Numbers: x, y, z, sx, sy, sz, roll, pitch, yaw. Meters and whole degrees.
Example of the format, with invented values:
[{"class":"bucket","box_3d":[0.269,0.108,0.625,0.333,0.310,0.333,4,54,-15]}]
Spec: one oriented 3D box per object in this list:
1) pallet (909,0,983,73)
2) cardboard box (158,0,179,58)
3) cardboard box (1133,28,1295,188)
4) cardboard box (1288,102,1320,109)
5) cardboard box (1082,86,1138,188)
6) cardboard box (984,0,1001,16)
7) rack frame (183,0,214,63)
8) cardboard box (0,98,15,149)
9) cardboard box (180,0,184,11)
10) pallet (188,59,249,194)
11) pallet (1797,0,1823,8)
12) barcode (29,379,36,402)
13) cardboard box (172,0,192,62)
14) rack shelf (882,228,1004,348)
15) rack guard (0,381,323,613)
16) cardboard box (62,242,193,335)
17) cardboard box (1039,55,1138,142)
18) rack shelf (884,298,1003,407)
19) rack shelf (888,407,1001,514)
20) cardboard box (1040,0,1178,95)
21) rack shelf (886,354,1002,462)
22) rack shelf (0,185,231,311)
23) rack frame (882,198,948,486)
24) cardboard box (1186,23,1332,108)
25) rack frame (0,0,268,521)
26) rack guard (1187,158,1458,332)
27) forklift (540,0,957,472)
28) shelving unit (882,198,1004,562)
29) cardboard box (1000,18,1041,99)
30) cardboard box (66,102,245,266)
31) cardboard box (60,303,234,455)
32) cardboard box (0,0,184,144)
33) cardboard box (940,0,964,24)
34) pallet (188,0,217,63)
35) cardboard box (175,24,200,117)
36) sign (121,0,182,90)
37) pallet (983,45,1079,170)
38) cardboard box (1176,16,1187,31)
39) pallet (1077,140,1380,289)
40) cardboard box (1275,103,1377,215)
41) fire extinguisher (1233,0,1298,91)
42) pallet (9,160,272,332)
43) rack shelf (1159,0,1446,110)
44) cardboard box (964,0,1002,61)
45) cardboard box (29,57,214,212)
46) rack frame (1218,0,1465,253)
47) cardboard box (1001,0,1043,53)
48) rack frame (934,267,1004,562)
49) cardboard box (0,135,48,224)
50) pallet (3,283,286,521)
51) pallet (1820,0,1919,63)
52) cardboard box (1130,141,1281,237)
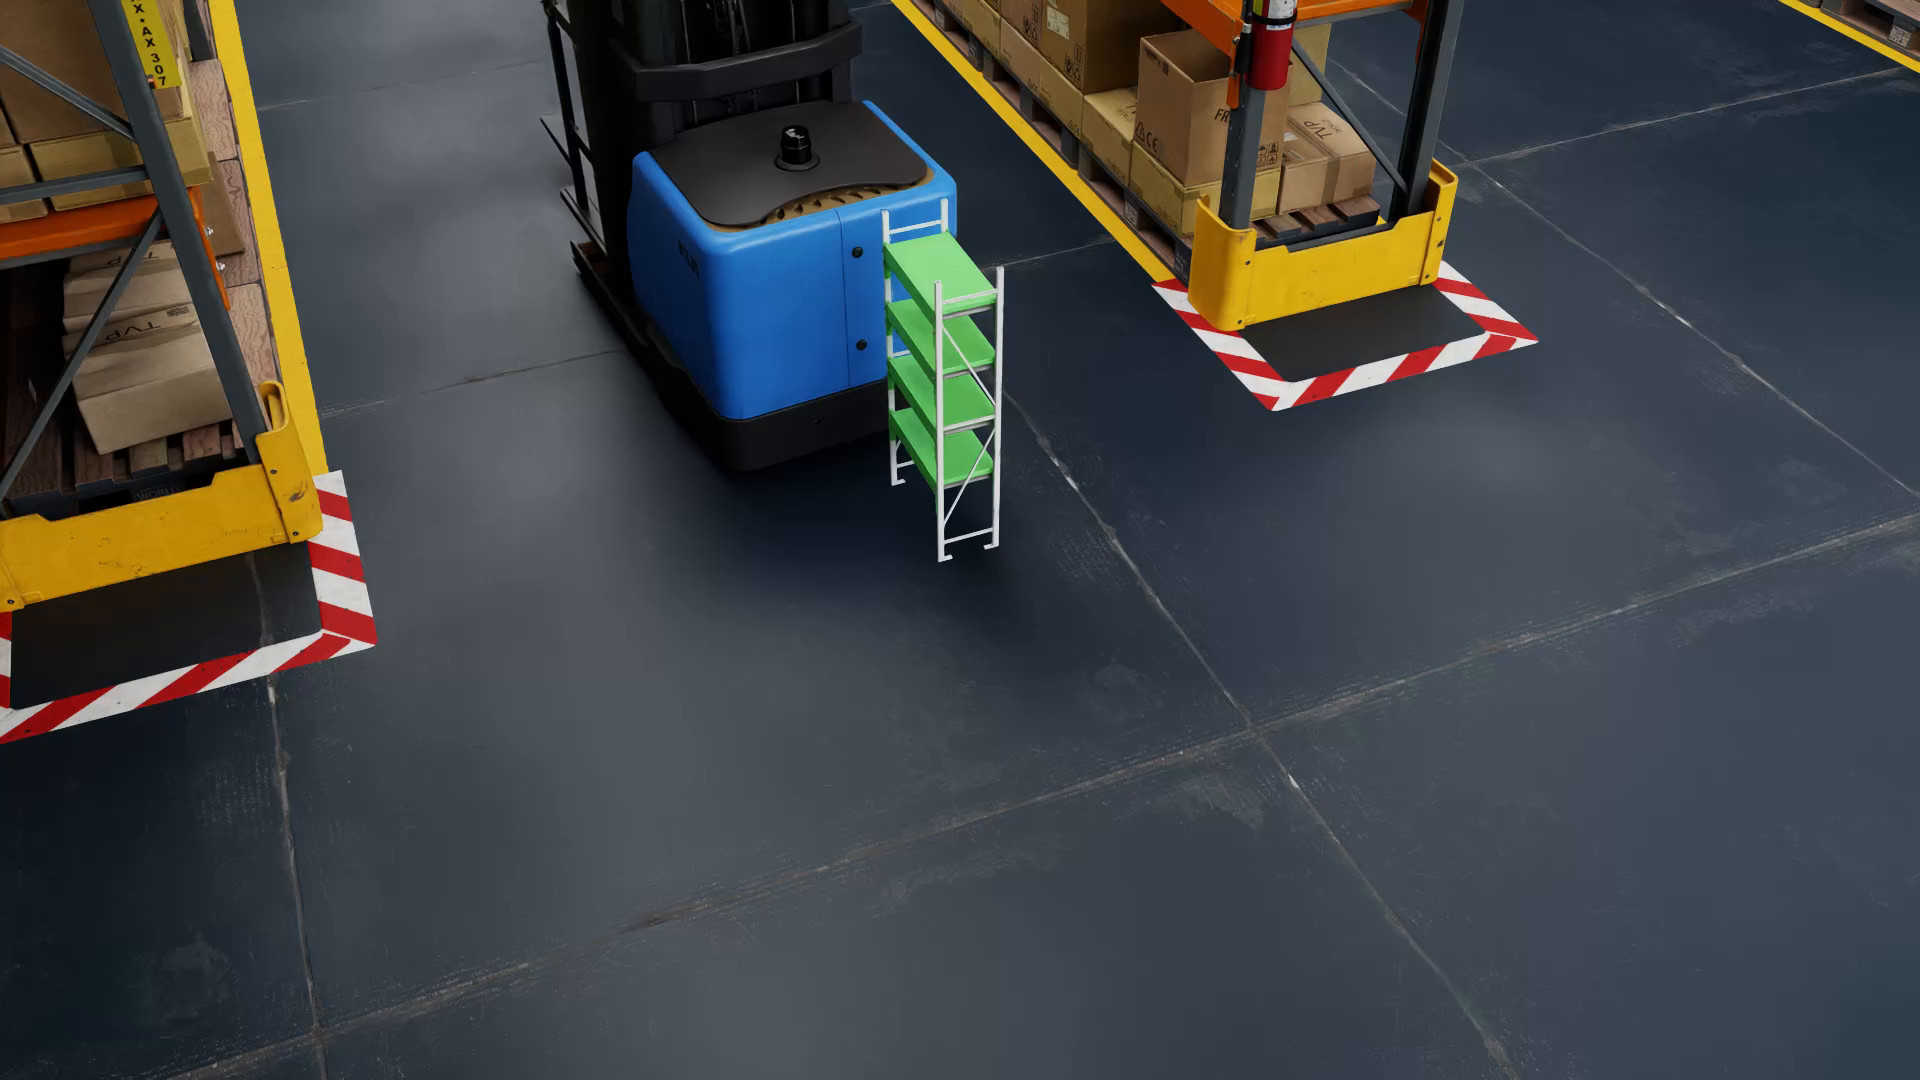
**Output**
[{"class":"pallet","box_3d":[0.339,-3.168,9.772,1.003,0.211,1.213,-15,43,-17]},{"class":"cardboard box","box_3d":[-3.056,-1.965,5.759,0.500,0.500,0.500,-15,43,-17]},{"class":"cardboard box","box_3d":[1.124,-1.955,7.435,0.500,0.500,0.500,-15,43,-17]},{"class":"cardboard box","box_3d":[1.410,-2.101,8.179,0.500,0.250,0.500,-15,43,-17]},{"class":"cardboard box","box_3d":[0.923,-1.969,8.026,0.500,0.250,0.500,-15,43,-17]},{"class":"cardboard box","box_3d":[0.344,-3.156,8.831,0.500,0.500,0.500,-15,43,-17]},{"class":"rack frame","box_3d":[-4.502,-3.477,7.992,1.000,3.000,0.127,-15,43,-17]},{"class":"cardboard box","box_3d":[-3.348,-1.533,5.257,0.500,0.500,0.500,-16,43,-17]},{"class":"cardboard box","box_3d":[-3.457,-2.314,6.740,0.500,0.250,0.500,-15,43,-16]},{"class":"pallet","box_3d":[-4.212,-2.024,8.441,1.003,0.211,1.213,-15,43,-17]},{"class":"pallet","box_3d":[5.340,-3.740,10.437,1.003,0.211,1.213,-15,43,-17]},{"class":"barcode","box_3d":[-3.529,-0.568,6.328,0.001,0.075,0.075,-15,43,-17]},{"class":"cardboard box","box_3d":[-3.266,-2.009,6.385,0.500,0.250,0.500,-16,43,-18]},{"class":"rack shelf","box_3d":[-0.063,-0.870,5.703,0.258,0.148,0.480,-15,43,-17]},{"class":"rack guard","box_3d":[-3.000,-0.165,6.059,1.175,0.500,0.348,-15,43,-17]},{"class":"cardboard box","box_3d":[-3.371,-0.997,6.834,0.500,0.311,0.500,-12,42,-13]},{"class":"cardboard box","box_3d":[0.730,-2.270,8.376,0.500,0.250,0.500,-15,43,-17]},{"class":"rack shelf","box_3d":[-0.063,-0.688,5.860,0.258,0.148,0.480,-15,43,-17]},{"class":"rack shelf","box_3d":[-0.063,-0.324,6.173,0.258,0.148,0.480,-15,43,-17]},{"class":"cardboard box","box_3d":[0.728,-2.554,8.131,0.500,0.500,0.500,-15,43,-17]},{"class":"rack shelf","box_3d":[-0.063,-0.506,6.016,0.258,0.148,0.480,-15,43,-17]},{"class":"rack shelf","box_3d":[-3.737,-1.999,6.826,1.077,0.370,4.000,-15,43,-17]},{"class":"rack frame","box_3d":[-0.157,-0.702,6.146,0.240,1.200,0.015,-15,43,-17]},{"class":"cardboard box","box_3d":[1.411,-2.385,7.935,0.500,0.500,0.500,-15,43,-17]},{"class":"rack frame","box_3d":[-2.971,-1.067,5.190,1.000,3.000,0.127,-15,43,-17]},{"class":"rack guard","box_3d":[1.613,-1.343,7.428,1.175,0.500,0.348,-15,43,-17]},{"class":"forklift","box_3d":[-1.124,-2.330,6.712,1.130,2.935,3.031,-19,44,-21]},{"class":"shelving unit","box_3d":[-0.063,-0.555,5.975,0.258,1.200,0.503,-15,43,-17]},{"class":"cardboard box","box_3d":[0.541,-2.572,8.727,0.500,0.250,0.500,-15,43,-17]},{"class":"cardboard box","box_3d":[-3.606,-1.523,7.301,0.700,0.500,0.500,-18,44,-20]},{"class":"cardboard box","box_3d":[-3.153,-0.654,6.434,0.500,0.311,0.500,-20,45,-22]},{"class":"cardboard box","box_3d":[-2.876,-1.665,5.410,0.500,0.500,0.500,-15,43,-17]},{"class":"cardboard box","box_3d":[0.157,-3.174,9.427,0.500,0.250,0.500,-15,43,-17]},{"class":"pallet","box_3d":[-4.801,-2.888,9.447,1.003,0.211,1.213,-15,43,-17]},{"class":"cardboard box","box_3d":[-3.077,-1.700,6.026,0.500,0.250,0.500,-16,43,-18]},{"class":"sign","box_3d":[-2.470,-1.531,5.066,0.100,0.325,0.005,-15,43,-17]},{"class":"pallet","box_3d":[0.810,-2.432,8.916,1.003,0.211,1.213,-15,43,-17]},{"class":"cardboard box","box_3d":[1.208,-2.683,8.282,0.500,0.500,0.500,-15,43,-17]},{"class":"pallet","box_3d":[1.273,-1.698,8.063,1.003,0.211,1.213,-15,43,-17]},{"class":"cardboard box","box_3d":[1.604,-1.800,7.830,0.500,0.250,0.500,-15,43,-17]},{"class":"fire extinguisher","box_3d":[1.220,-2.089,6.438,0.296,0.674,0.183,-15,43,-17]},{"class":"pallet","box_3d":[-3.742,-1.288,7.585,1.003,0.211,1.213,-15,43,-17]},{"class":"rack shelf","box_3d":[0.839,-3.237,8.266,1.077,0.370,4.000,-15,43,-17]},{"class":"cardboard box","box_3d":[0.344,-2.872,9.075,0.500,0.250,0.500,-15,43,-17]},{"class":"cardboard box","box_3d":[-2.865,-1.391,5.667,0.500,0.250,0.500,-16,43,-18]},{"class":"rack frame","box_3d":[1.604,-2.305,6.630,1.000,3.000,0.127,-15,43,-17]},{"class":"cardboard box","box_3d":[0.538,-2.855,8.481,0.500,0.500,0.500,-15,43,-17]},{"class":"rack frame","box_3d":[0.030,-0.408,5.804,0.240,1.200,0.015,-15,43,-17]},{"class":"cardboard box","box_3d":[-3.329,-1.251,5.504,0.500,0.250,0.500,-15,43,-16]},{"class":"pallet","box_3d":[-3.279,-0.554,6.732,1.003,0.211,1.213,-15,43,-17]},{"class":"pallet","box_3d":[5.803,-3.006,9.584,1.003,0.211,1.213,-15,43,-17]},{"class":"cardboard box","box_3d":[1.126,-1.671,7.680,0.500,0.250,0.500,-15,43,-17]}]
